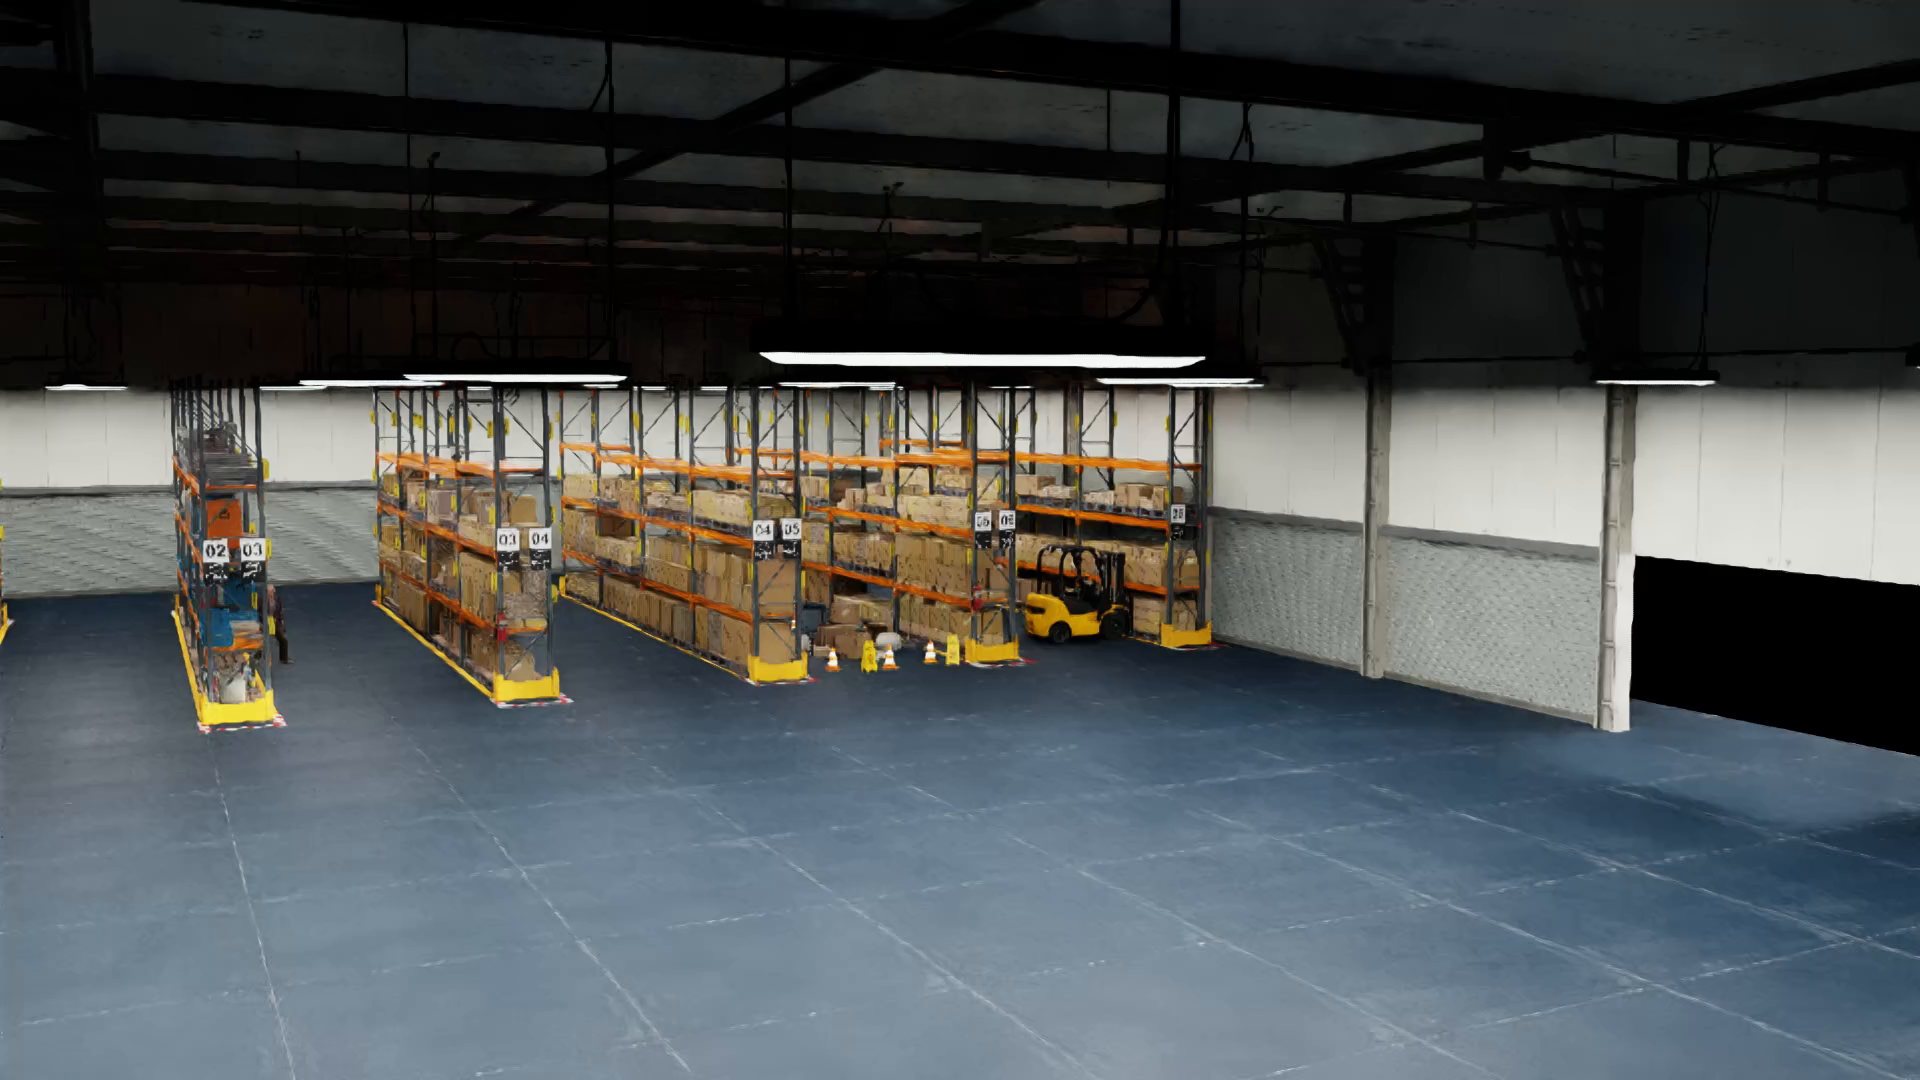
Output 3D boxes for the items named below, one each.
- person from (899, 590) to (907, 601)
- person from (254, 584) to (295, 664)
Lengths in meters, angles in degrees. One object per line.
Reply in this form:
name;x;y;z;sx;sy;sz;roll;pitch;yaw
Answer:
person;-1.517;0.979;43.946;0.480;1.666;0.523;0;5;3
person;-14.478;1.760;34.841;0.735;1.712;0.904;-5;7;-43
